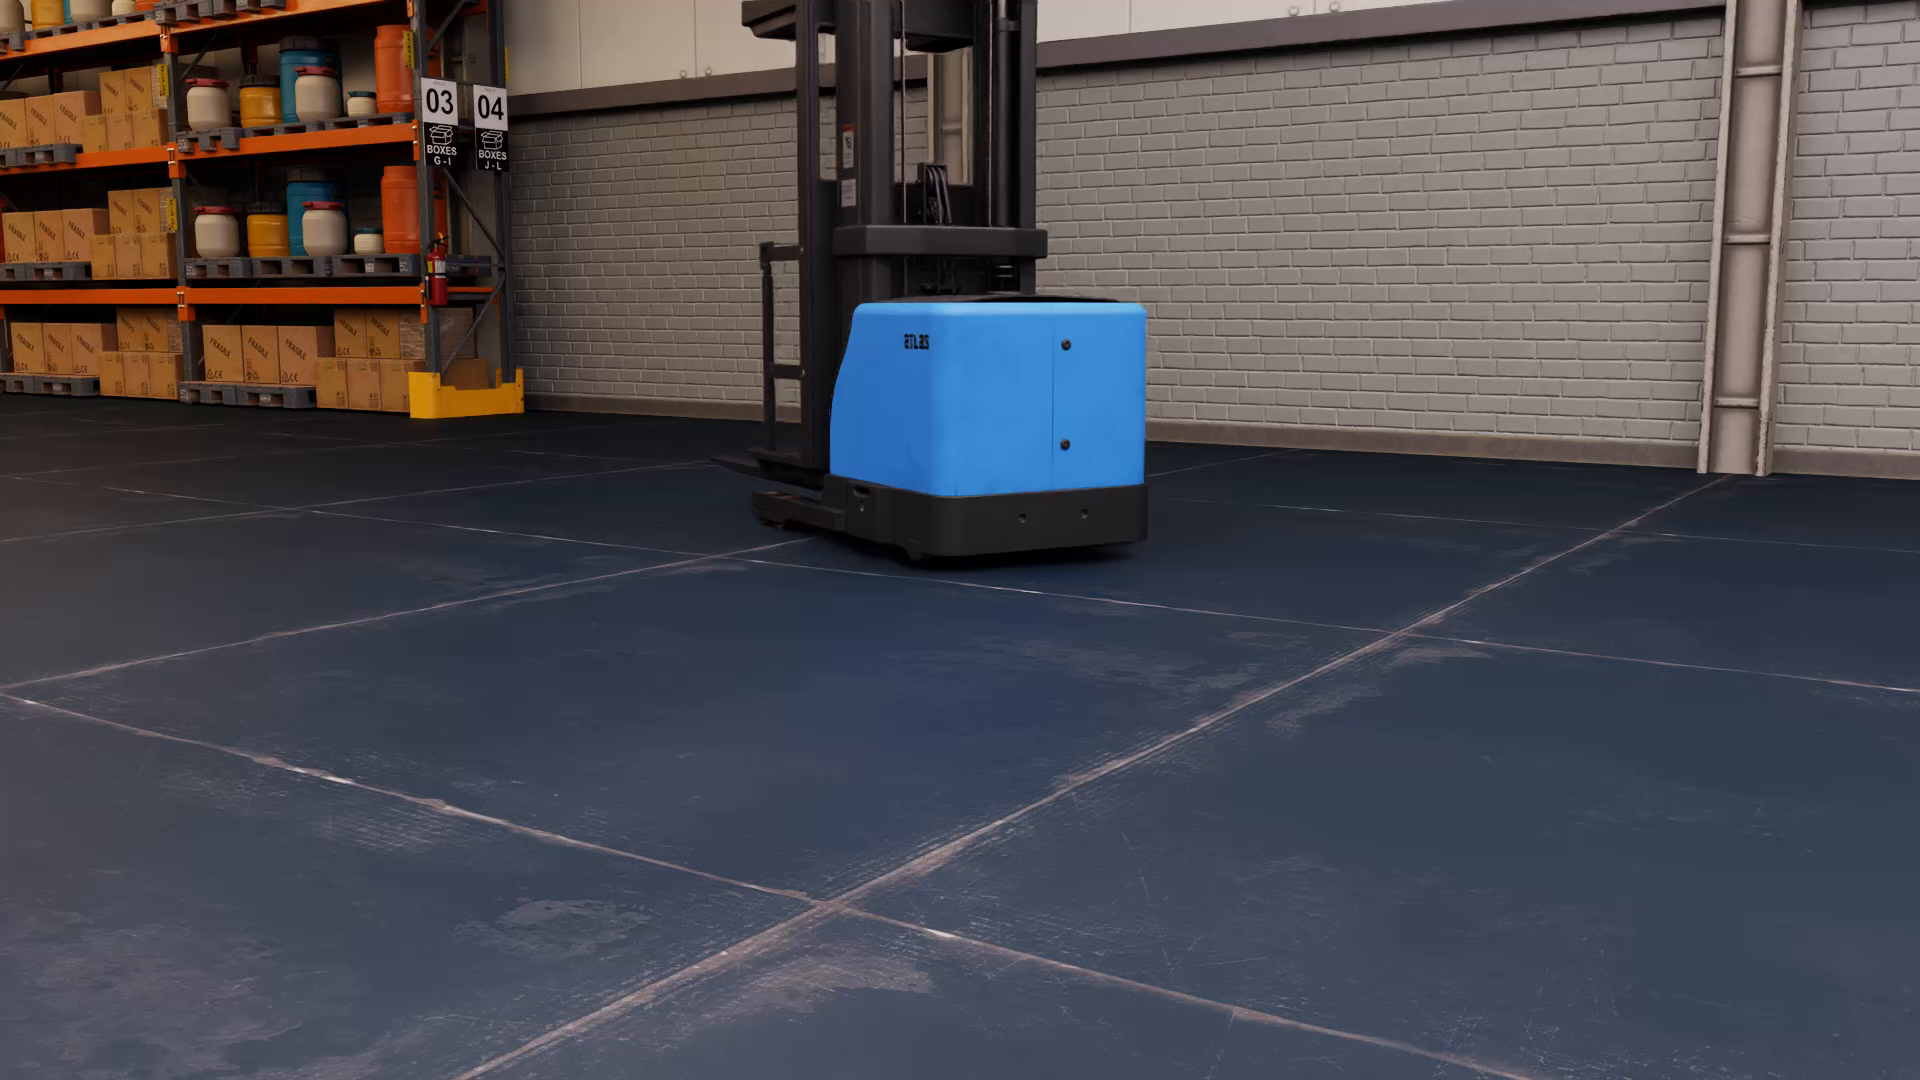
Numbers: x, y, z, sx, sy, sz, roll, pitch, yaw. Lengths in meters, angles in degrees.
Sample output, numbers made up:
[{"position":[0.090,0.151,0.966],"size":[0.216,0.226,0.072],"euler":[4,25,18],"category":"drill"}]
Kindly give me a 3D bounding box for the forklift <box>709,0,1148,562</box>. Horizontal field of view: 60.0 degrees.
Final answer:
[{"position":[-0.363,-1.530,7.951],"size":[1.130,2.935,3.031],"euler":[-5,9,-29],"category":"forklift"}]
